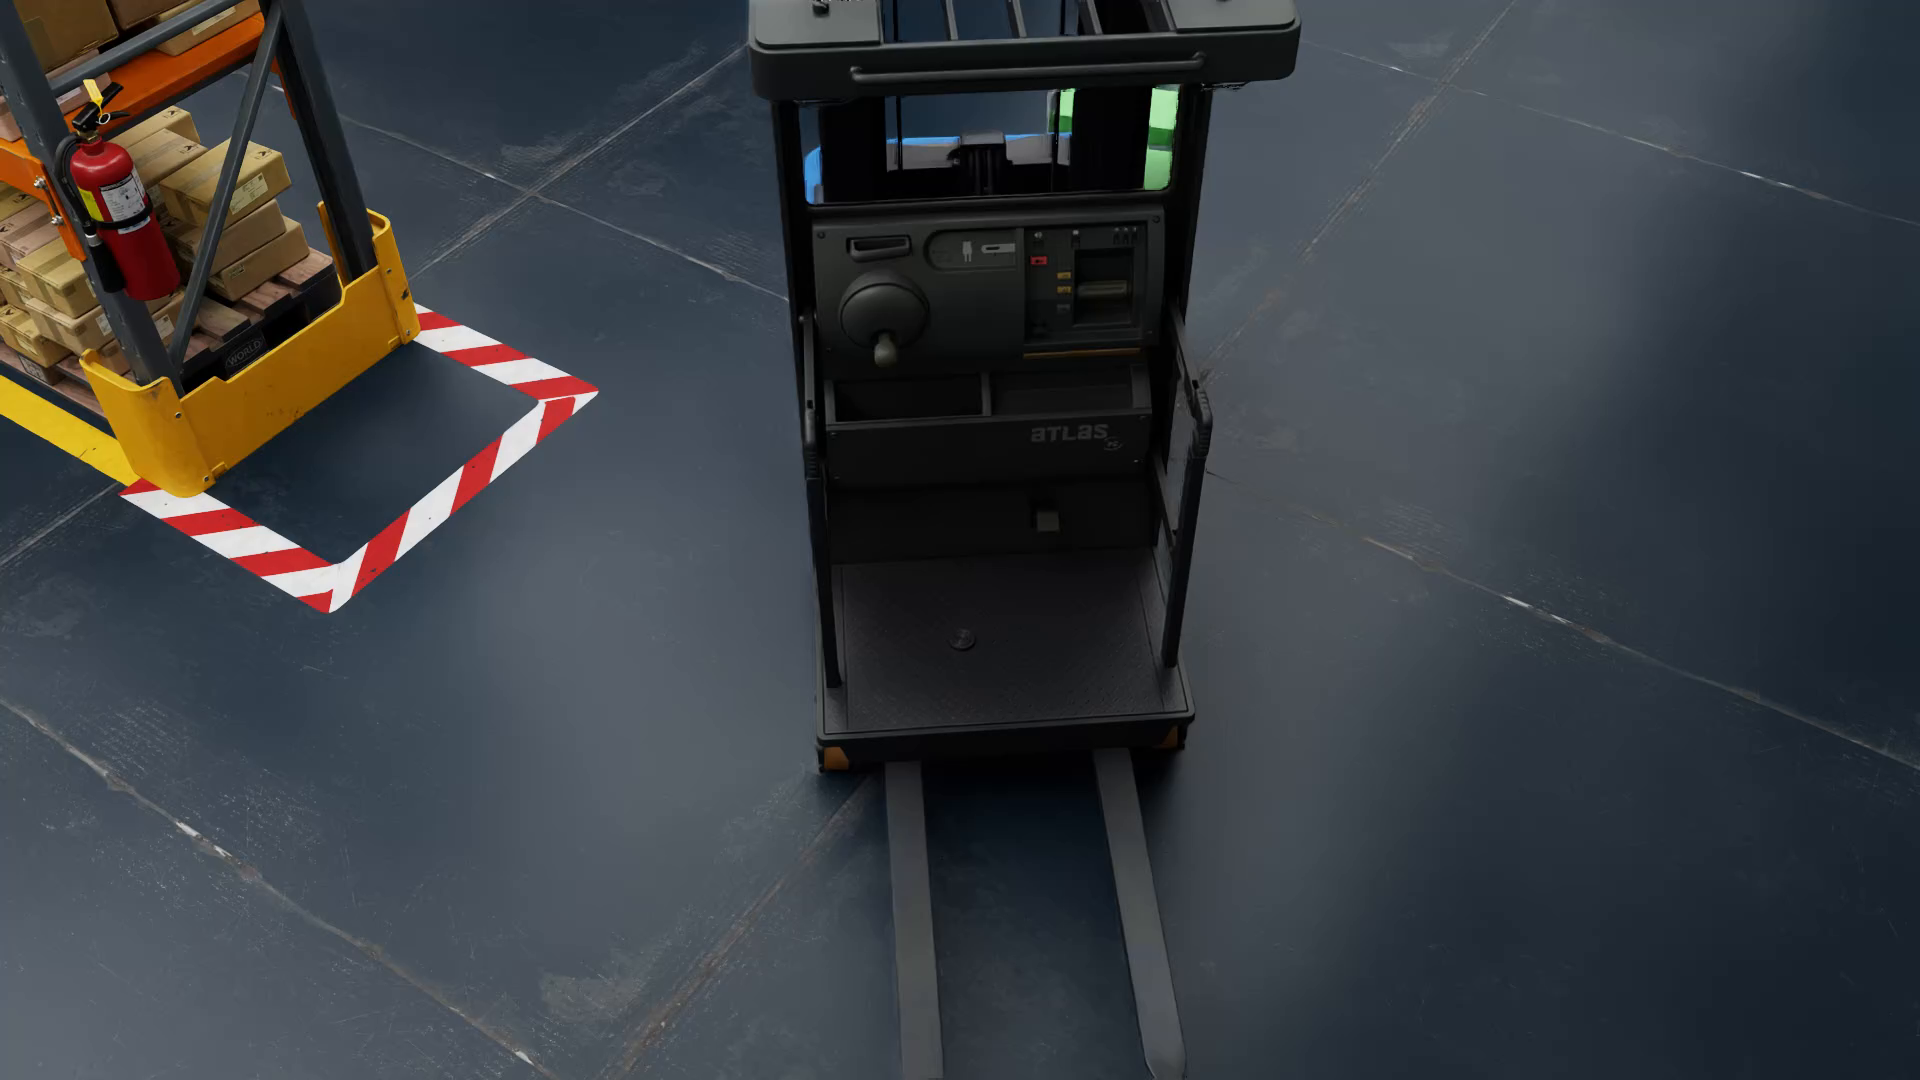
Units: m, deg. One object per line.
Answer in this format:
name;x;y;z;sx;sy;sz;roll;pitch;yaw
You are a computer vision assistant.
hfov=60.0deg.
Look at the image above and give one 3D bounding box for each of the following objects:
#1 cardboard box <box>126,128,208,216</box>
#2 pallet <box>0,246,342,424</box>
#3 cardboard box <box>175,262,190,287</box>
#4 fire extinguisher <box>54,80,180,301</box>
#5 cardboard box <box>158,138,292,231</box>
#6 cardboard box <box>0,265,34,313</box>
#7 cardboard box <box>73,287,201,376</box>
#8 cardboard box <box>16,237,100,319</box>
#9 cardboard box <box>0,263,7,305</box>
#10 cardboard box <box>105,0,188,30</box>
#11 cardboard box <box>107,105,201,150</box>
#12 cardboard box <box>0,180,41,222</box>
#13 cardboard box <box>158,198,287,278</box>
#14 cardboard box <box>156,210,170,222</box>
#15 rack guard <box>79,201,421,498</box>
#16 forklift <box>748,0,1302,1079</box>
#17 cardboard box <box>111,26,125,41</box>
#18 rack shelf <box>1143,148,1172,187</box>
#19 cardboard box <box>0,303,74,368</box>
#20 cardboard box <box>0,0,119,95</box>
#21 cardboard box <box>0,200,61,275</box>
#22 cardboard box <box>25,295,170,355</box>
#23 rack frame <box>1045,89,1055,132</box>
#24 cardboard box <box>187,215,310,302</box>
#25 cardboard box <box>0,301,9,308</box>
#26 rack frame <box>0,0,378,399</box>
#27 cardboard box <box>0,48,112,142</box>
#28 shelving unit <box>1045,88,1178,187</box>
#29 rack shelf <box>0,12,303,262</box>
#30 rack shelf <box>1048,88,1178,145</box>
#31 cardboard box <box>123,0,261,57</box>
cardboard box;-3.050;-1.368;6.268;0.250;0.149;0.380;26;51;23
pallet;-3.224;-0.959;6.535;1.213;0.211;1.003;25;51;22
cardboard box;-3.028;-1.167;6.487;0.250;0.149;0.380;25;51;22
fire extinguisher;-2.532;-1.033;4.976;0.183;0.674;0.296;25;51;22
cardboard box;-2.753;-1.334;6.235;0.250;0.149;0.380;23;50;20
cardboard box;-3.284;-0.988;6.106;0.250;0.149;0.380;24;50;21
cardboard box;-3.051;-0.797;6.128;0.250;0.149;0.380;26;51;23
cardboard box;-3.077;-0.978;5.889;0.250;0.149;0.380;25;51;23
cardboard box;-3.532;-1.054;6.171;0.250;0.149;0.380;23;50;21
cardboard box;-2.724;-2.045;5.368;0.500;0.500;0.500;27;52;24
cardboard box;-3.193;-1.543;6.438;0.250;0.149;0.380;25;51;22
cardboard box;-3.545;-1.133;6.040;0.250;0.149;0.380;24;50;21
cardboard box;-2.797;-1.180;6.293;0.250;0.149;0.380;27;52;24
cardboard box;-2.998;-1.320;6.429;0.250;0.149;0.380;24;51;22
rack guard;-2.559;-0.724;6.105;0.348;0.500;1.175;25;51;22
forklift;0.099;-0.577;4.267;1.130;2.935;3.031;-3;46;-3
cardboard box;-2.827;-1.875;5.656;0.250;0.149;0.380;26;51;23
rack shelf;0.564;-1.284;5.916;0.480;0.148;0.258;10;47;9
cardboard box;-3.322;-0.835;6.165;0.250;0.149;0.380;26;51;23
cardboard box;-3.012;-1.723;5.056;0.500;0.500;0.500;26;51;23
cardboard box;-3.258;-1.110;6.017;0.250;0.149;0.380;26;51;23
cardboard box;-3.093;-0.854;5.976;0.250;0.149;0.380;23;50;21
rack frame;0.327;-1.203;6.082;0.015;1.200;0.240;10;47;9
cardboard box;-2.763;-1.115;6.437;0.250;0.149;0.380;26;51;23
cardboard box;-3.498;-0.989;6.315;0.250;0.149;0.380;24;51;22
rack frame;-2.495;-1.566;5.180;0.127;3.000;1.000;25;51;22
cardboard box;-2.922;-1.434;5.227;0.250;0.149;0.380;25;51;22
shelving unit;0.564;-1.161;6.042;0.503;1.200;0.258;10;47;9
rack shelf;-4.179;-2.089;6.190;4.000;0.370;1.077;25;51;22
rack shelf;0.564;-1.452;5.744;0.480;0.148;0.258;10;47;9
cardboard box;-2.591;-1.802;5.584;0.250;0.149;0.380;24;51;22
